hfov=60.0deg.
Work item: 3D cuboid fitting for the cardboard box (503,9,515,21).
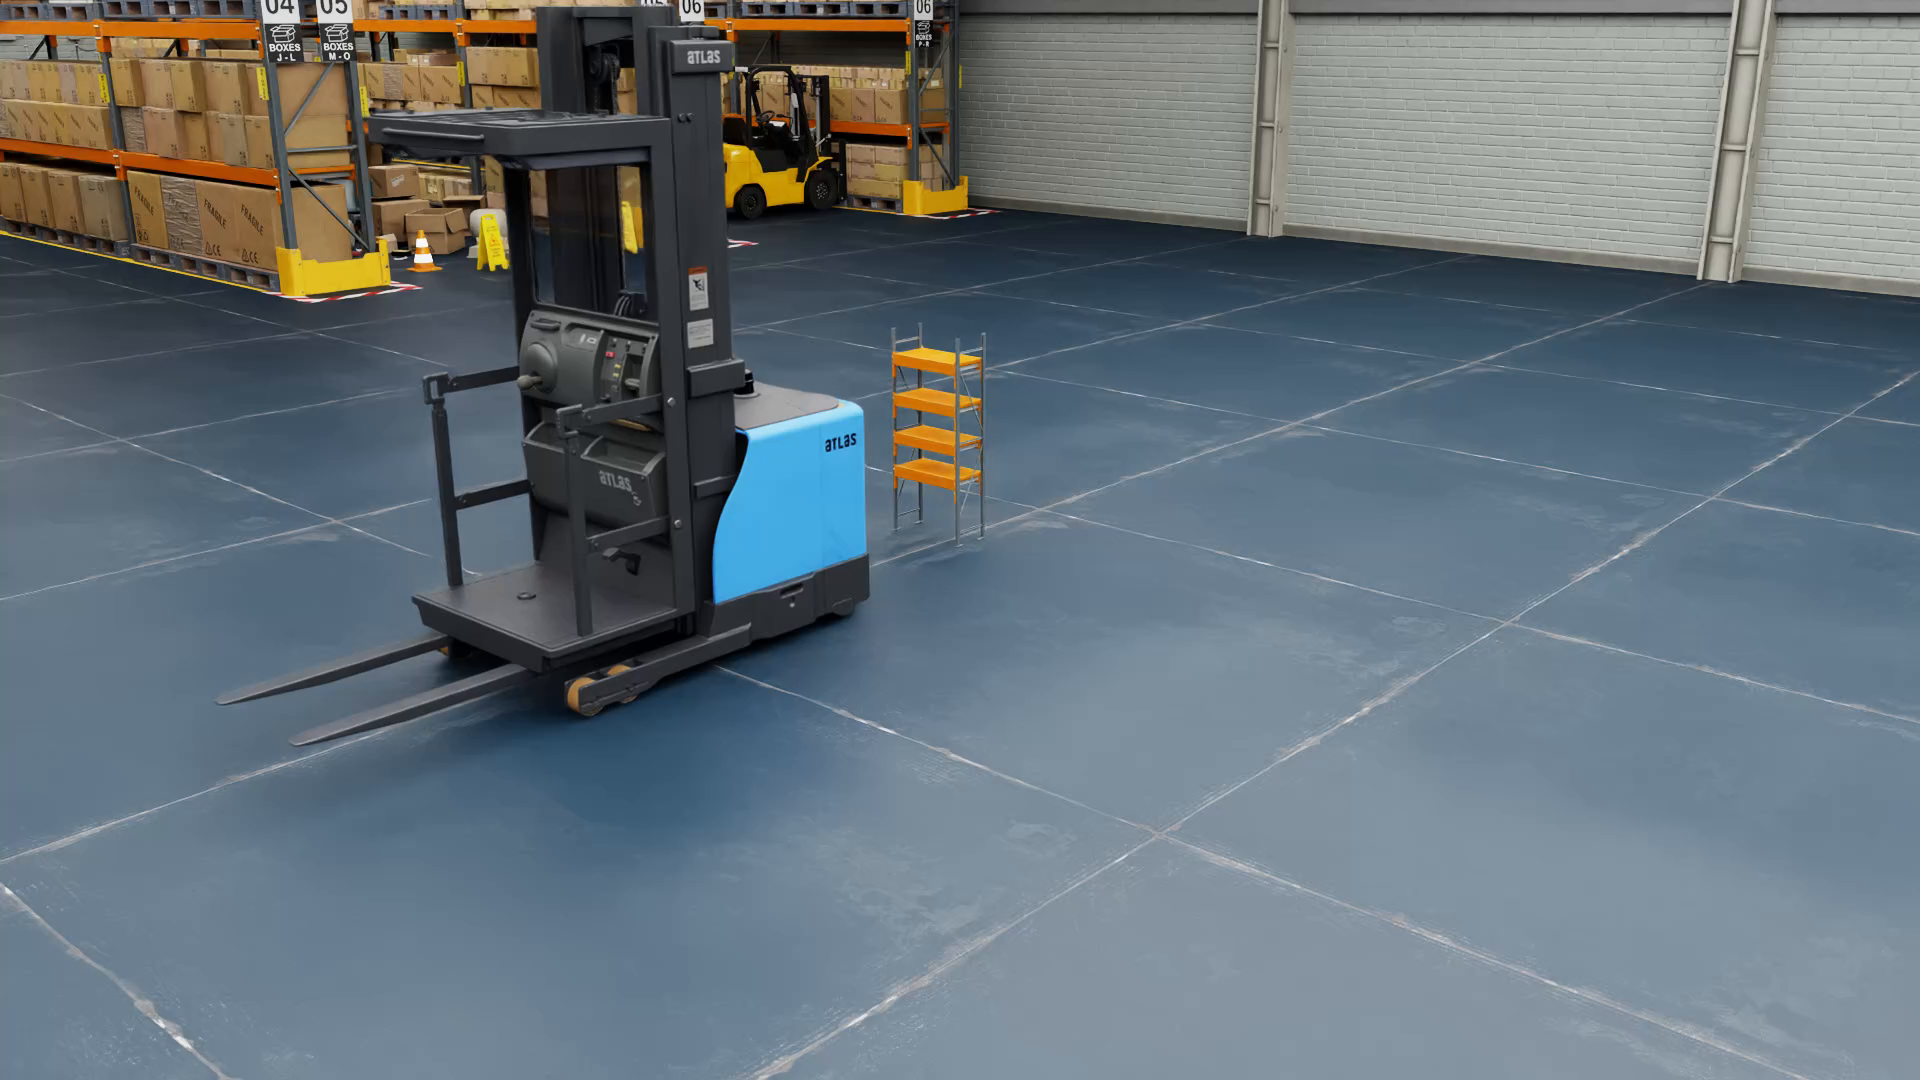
[{"bbox_3d":[-6.023,-7.193,22.773,0.250,0.149,0.380,16,24,41],"label":"cardboard box"}]

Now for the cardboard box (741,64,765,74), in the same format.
[{"bbox_3d":[-3.338,-7.641,27.001,0.250,0.149,0.380,16,23,40],"label":"cardboard box"}]

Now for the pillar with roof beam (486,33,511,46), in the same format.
[{"bbox_3d":[-12.143,-11.109,29.740,0.400,9.000,9.100,15,23,39],"label":"pillar with roof beam"}]

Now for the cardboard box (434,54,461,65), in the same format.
[{"bbox_3d":[-7.669,-7.218,24.973,0.250,0.149,0.380,17,24,42],"label":"cardboard box"}]

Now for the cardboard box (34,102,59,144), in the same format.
[{"bbox_3d":[-11.586,-5.406,21.522,0.500,0.500,0.500,15,23,39],"label":"cardboard box"}]

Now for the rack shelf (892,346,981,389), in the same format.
[{"bbox_3d":[-0.124,-0.980,9.416,0.480,0.148,0.258,15,23,39],"label":"rack shelf"}]

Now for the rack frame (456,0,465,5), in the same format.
[{"bbox_3d":[-6.671,-9.009,23.124,0.127,3.000,1.000,15,23,39],"label":"rack frame"}]

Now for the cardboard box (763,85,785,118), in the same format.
[{"bbox_3d":[-2.820,-7.072,26.773,0.500,0.500,0.500,16,23,40],"label":"cardboard box"}]

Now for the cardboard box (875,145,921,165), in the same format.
[{"bbox_3d":[-0.939,-5.859,25.312,0.500,0.250,0.500,16,24,41],"label":"cardboard box"}]

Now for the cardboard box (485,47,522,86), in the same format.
[{"bbox_3d":[-6.119,-6.571,23.048,0.500,0.500,0.700,15,23,40],"label":"cardboard box"}]

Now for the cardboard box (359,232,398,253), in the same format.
[{"bbox_3d":[-7.373,-3.778,21.078,0.396,0.266,0.258,-13,22,-36],"label":"cardboard box"}]

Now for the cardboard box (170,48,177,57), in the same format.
[{"bbox_3d":[-13.565,-8.416,29.355,0.500,0.500,0.500,15,23,38],"label":"cardboard box"}]

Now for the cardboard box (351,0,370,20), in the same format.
[{"bbox_3d":[-8.961,-8.238,25.486,0.500,0.500,0.700,15,23,39],"label":"cardboard box"}]

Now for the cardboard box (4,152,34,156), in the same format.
[{"bbox_3d":[-13.608,-5.474,24.100,0.500,0.250,0.500,15,23,39],"label":"cardboard box"}]

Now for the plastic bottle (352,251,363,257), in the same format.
[{"bbox_3d":[-7.590,-3.570,20.758,0.133,0.061,0.283,7,19,21],"label":"plastic bottle"}]

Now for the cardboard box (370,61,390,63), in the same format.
[{"bbox_3d":[-9.139,-7.314,26.349,0.500,0.500,0.500,14,22,38],"label":"cardboard box"}]

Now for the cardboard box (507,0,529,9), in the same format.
[{"bbox_3d":[-5.766,-7.295,22.436,0.500,0.250,0.500,15,23,40],"label":"cardboard box"}]

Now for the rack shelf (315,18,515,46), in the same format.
[{"bbox_3d":[-8.167,-7.638,24.952,4.000,0.370,1.077,15,23,39],"label":"rack shelf"}]

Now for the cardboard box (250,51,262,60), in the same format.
[{"bbox_3d":[-11.353,-7.828,27.499,0.500,0.500,0.500,15,23,38],"label":"cardboard box"}]

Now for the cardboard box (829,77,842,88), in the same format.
[{"bbox_3d":[-1.809,-7.086,25.742,0.250,0.149,0.380,15,23,40],"label":"cardboard box"}]

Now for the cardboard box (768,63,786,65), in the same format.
[{"bbox_3d":[-2.940,-7.777,27.428,0.250,0.149,0.380,15,23,39],"label":"cardboard box"}]

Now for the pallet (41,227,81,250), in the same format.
[{"bbox_3d":[-11.425,-4.063,22.067,1.213,0.211,1.003,15,23,39],"label":"pallet"}]

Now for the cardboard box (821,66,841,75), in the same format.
[{"bbox_3d":[-1.947,-7.300,25.926,0.250,0.149,0.380,15,23,40],"label":"cardboard box"}]

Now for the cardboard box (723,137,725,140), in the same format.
[{"bbox_3d":[-4.352,-6.602,28.687,0.625,0.625,0.875,15,23,39],"label":"cardboard box"}]

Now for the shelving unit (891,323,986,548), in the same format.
[{"bbox_3d":[-0.124,-0.605,9.535,0.503,1.200,0.258,15,23,39],"label":"shelving unit"}]

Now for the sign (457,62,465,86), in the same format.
[{"bbox_3d":[-7.037,-6.576,23.458,0.005,0.325,0.100,15,23,39],"label":"sign"}]

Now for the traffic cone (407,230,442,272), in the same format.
[{"bbox_3d":[-6.344,-3.425,19.640,0.334,0.463,0.336,15,23,39],"label":"traffic cone"}]

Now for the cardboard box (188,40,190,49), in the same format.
[{"bbox_3d":[-13.402,-8.709,29.205,0.250,0.149,0.380,15,23,39],"label":"cardboard box"}]

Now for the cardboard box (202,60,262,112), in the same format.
[{"bbox_3d":[-7.943,-5.109,18.718,0.550,0.550,0.875,15,23,39],"label":"cardboard box"}]

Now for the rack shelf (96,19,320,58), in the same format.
[{"bbox_3d":[-8.386,-5.695,18.828,4.000,0.370,1.077,15,23,39],"label":"rack shelf"}]

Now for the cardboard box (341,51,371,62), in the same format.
[{"bbox_3d":[-9.870,-7.632,26.882,0.500,0.500,0.500,14,22,37],"label":"cardboard box"}]

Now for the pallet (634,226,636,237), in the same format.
[{"bbox_3d":[-4.321,-4.204,22.510,1.213,0.211,1.003,15,23,39],"label":"pallet"}]

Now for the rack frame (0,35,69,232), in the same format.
[{"bbox_3d":[-12.873,-5.813,22.969,0.127,3.000,1.000,15,23,39],"label":"rack frame"}]

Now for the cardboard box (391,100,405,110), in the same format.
[{"bbox_3d":[-8.367,-6.591,25.141,0.250,0.149,0.380,16,24,41],"label":"cardboard box"}]

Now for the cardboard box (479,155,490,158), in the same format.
[{"bbox_3d":[-9.151,-7.741,32.482,0.500,0.500,0.500,16,24,42],"label":"cardboard box"}]

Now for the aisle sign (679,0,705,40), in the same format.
[{"bbox_3d":[-3.427,-6.644,21.289,0.004,0.787,0.394,15,23,39],"label":"aisle sign"}]

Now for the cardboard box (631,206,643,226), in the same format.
[{"bbox_3d":[-4.481,-4.343,22.188,0.500,0.250,0.500,15,23,39],"label":"cardboard box"}]

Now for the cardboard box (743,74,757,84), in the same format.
[{"bbox_3d":[-3.316,-7.507,27.070,0.250,0.149,0.380,15,23,38],"label":"cardboard box"}]

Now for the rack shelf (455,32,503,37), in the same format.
[{"bbox_3d":[-7.867,-9.565,31.023,4.000,0.370,1.077,15,23,39],"label":"rack shelf"}]

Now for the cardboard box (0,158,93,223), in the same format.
[{"bbox_3d":[-12.477,-4.798,22.797,0.750,0.750,1.050,15,23,39],"label":"cardboard box"}]

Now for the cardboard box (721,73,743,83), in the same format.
[{"bbox_3d":[-3.782,-7.649,27.517,0.250,0.149,0.380,16,24,41],"label":"cardboard box"}]

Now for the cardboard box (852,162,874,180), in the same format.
[{"bbox_3d":[-1.327,-5.729,25.728,0.500,0.250,0.500,15,23,39],"label":"cardboard box"}]

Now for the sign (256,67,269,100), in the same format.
[{"bbox_3d":[-7.260,-4.751,17.319,0.005,0.325,0.100,15,23,39],"label":"sign"}]

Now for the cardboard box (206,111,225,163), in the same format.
[{"bbox_3d":[-7.959,-4.589,18.864,0.550,0.550,0.875,15,23,39],"label":"cardboard box"}]

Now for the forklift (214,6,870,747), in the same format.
[{"bbox_3d":[-1.807,-0.805,7.302,1.130,2.935,3.031,15,23,39],"label":"forklift"}]

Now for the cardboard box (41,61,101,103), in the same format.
[{"bbox_3d":[-11.397,-5.938,21.547,0.500,0.500,0.700,15,23,39],"label":"cardboard box"}]

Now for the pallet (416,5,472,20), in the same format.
[{"bbox_3d":[-7.062,-7.638,24.073,1.003,0.211,1.213,15,23,39],"label":"pallet"}]

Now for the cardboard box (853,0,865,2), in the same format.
[{"bbox_3d":[-1.399,-8.233,24.998,0.258,0.266,0.396,15,23,39],"label":"cardboard box"}]

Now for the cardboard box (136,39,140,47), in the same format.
[{"bbox_3d":[-14.763,-9.055,30.293,0.250,0.149,0.380,15,23,40],"label":"cardboard box"}]

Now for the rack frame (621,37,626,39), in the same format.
[{"bbox_3d":[-6.371,-8.077,30.103,0.127,3.000,1.000,15,23,39],"label":"rack frame"}]

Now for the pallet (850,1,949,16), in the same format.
[{"bbox_3d":[-0.899,-8.006,25.067,1.213,0.211,1.003,15,23,39],"label":"pallet"}]
